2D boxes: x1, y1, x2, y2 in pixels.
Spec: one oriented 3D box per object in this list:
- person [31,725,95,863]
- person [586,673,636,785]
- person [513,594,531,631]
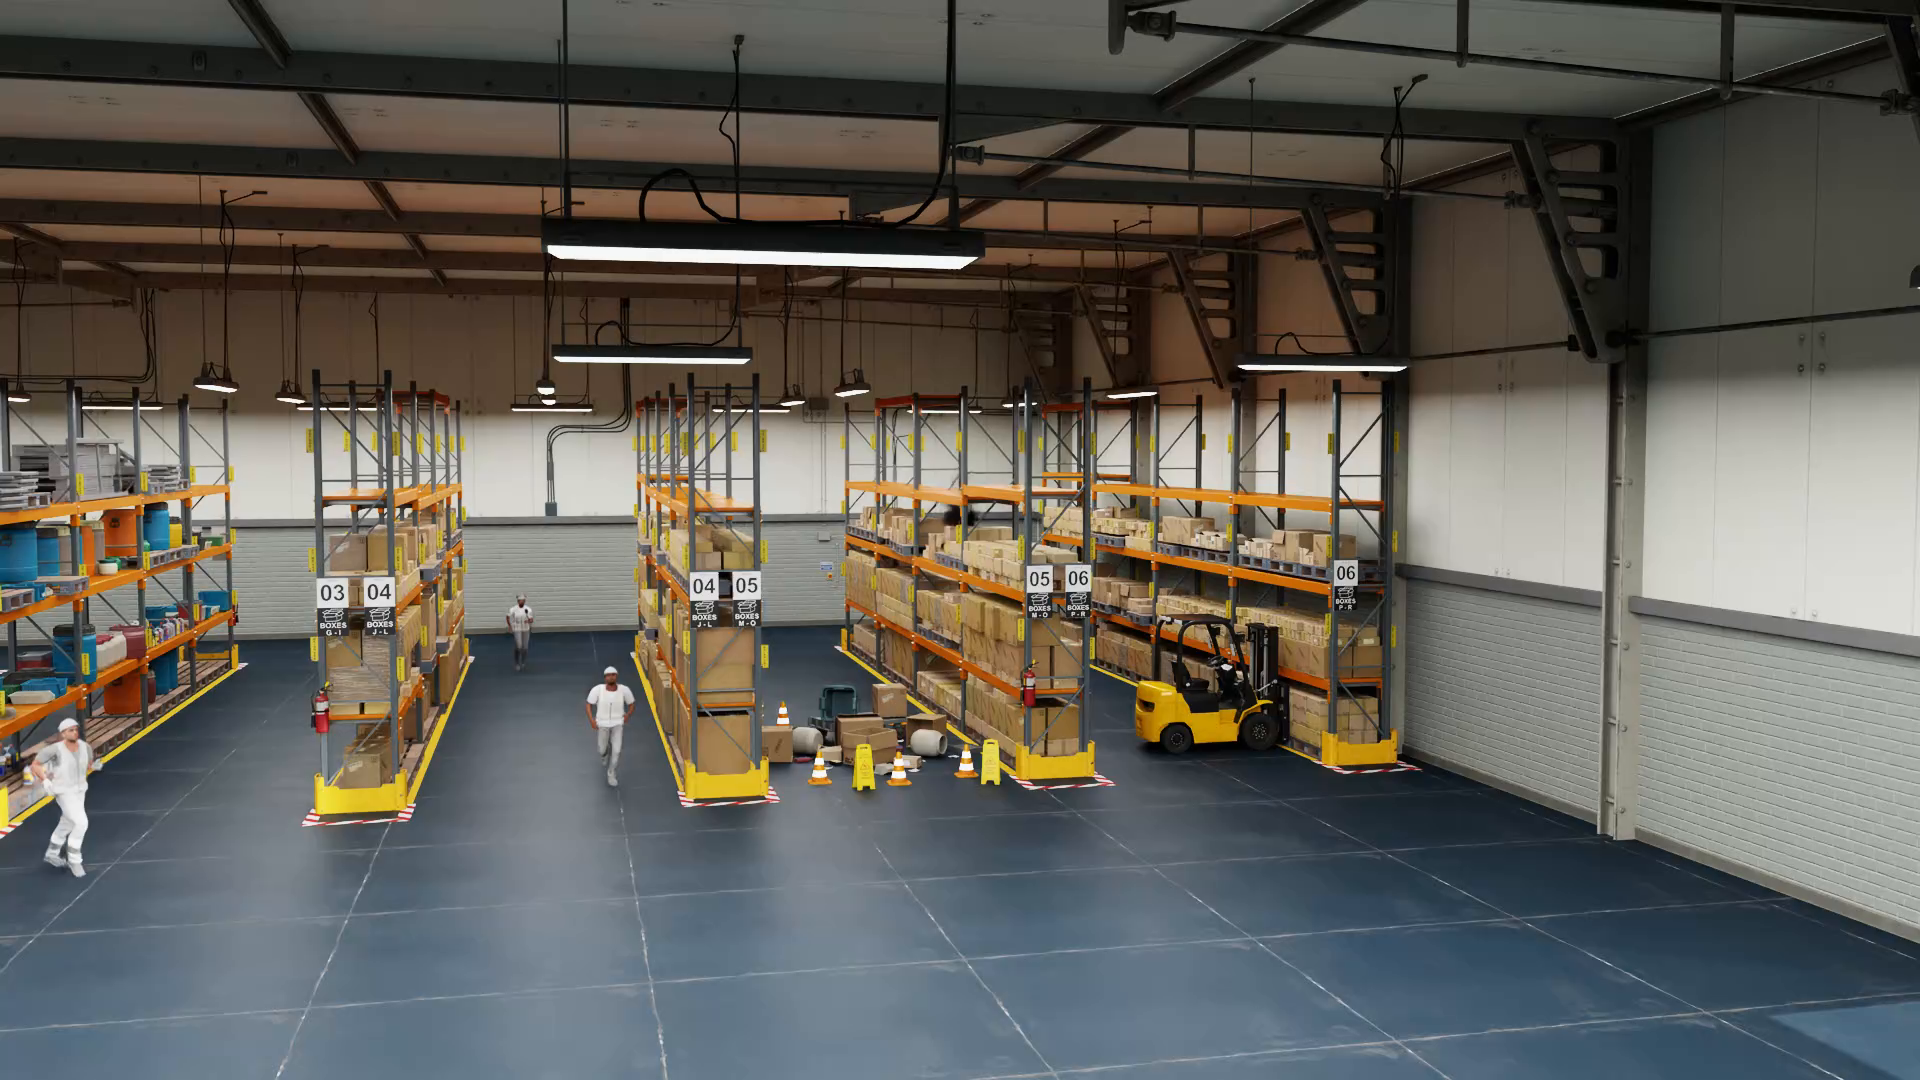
[{"bbox_3d":[-10.439,2.934,19.466,0.668,1.626,0.615,1,3,17],"label":"person"},{"bbox_3d":[-5.174,2.749,24.667,0.727,1.688,0.665,-1,3,-10],"label":"person"},{"bbox_3d":[-9.672,1.595,36.695,0.402,0.827,0.345,-2,4,-27],"label":"person"}]
